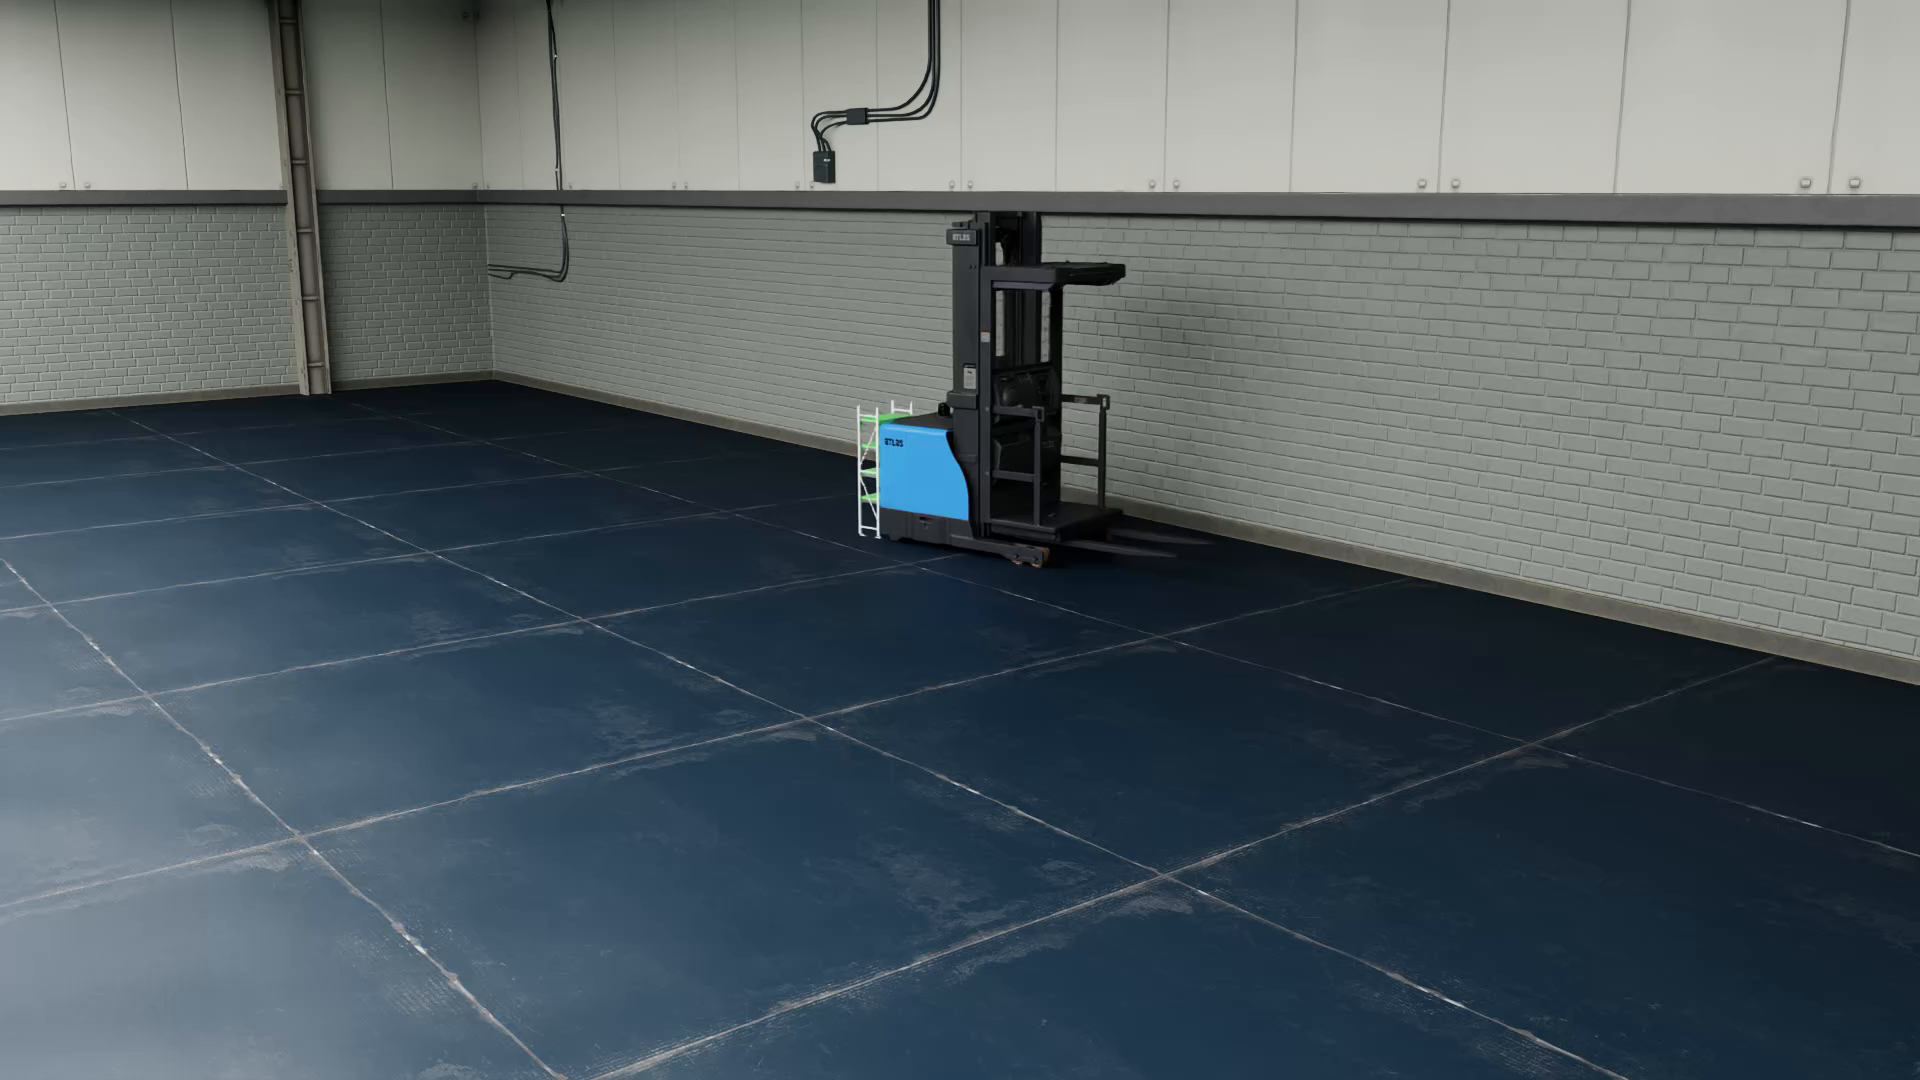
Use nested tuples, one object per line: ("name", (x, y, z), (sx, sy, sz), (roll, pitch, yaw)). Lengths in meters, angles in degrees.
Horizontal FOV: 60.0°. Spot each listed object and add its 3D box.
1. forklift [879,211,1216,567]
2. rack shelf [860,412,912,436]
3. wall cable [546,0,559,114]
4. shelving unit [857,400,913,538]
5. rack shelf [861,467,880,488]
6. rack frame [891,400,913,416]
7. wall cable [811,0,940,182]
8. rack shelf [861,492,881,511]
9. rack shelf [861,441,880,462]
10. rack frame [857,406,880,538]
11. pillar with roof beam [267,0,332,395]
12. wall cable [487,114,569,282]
("forklift", (0.744, -1.326, 14.318), (3.031, 2.935, 1.130), (9, 15, 36))
("rack shelf", (-0.685, -1.066, 15.255), (0.258, 0.148, 0.480), (9, 15, 36))
("wall cable", (-5.208, -7.364, 23.461), (0.112, 2.526, 3.097), (-9, 15, -38))
("shelving unit", (-0.685, -0.659, 15.342), (0.258, 1.200, 0.503), (9, 15, 36))
("rack shelf", (-0.685, -0.596, 15.355), (0.258, 0.148, 0.480), (9, 15, 36))
("rack frame", (-0.538, -0.699, 15.533), (0.240, 1.200, 0.015), (9, 15, 36))
("wall cable", (-0.979, -6.973, 18.116), (0.169, 6.003, 2.305), (-9, 15, -38))
("rack shelf", (-0.685, -0.361, 15.405), (0.258, 0.148, 0.480), (9, 15, 36))
("rack shelf", (-0.685, -0.831, 15.305), (0.258, 0.148, 0.480), (9, 15, 36))
("rack frame", (-0.831, -0.618, 15.151), (0.240, 1.200, 0.015), (9, 15, 36))
("pillar with roof beam", (-7.335, -5.985, 21.651), (0.400, 9.000, 9.100), (-9, 15, -38))
("wall cable", (-6.898, -5.332, 26.052), (0.112, 2.526, 3.097), (-9, 15, -38))
